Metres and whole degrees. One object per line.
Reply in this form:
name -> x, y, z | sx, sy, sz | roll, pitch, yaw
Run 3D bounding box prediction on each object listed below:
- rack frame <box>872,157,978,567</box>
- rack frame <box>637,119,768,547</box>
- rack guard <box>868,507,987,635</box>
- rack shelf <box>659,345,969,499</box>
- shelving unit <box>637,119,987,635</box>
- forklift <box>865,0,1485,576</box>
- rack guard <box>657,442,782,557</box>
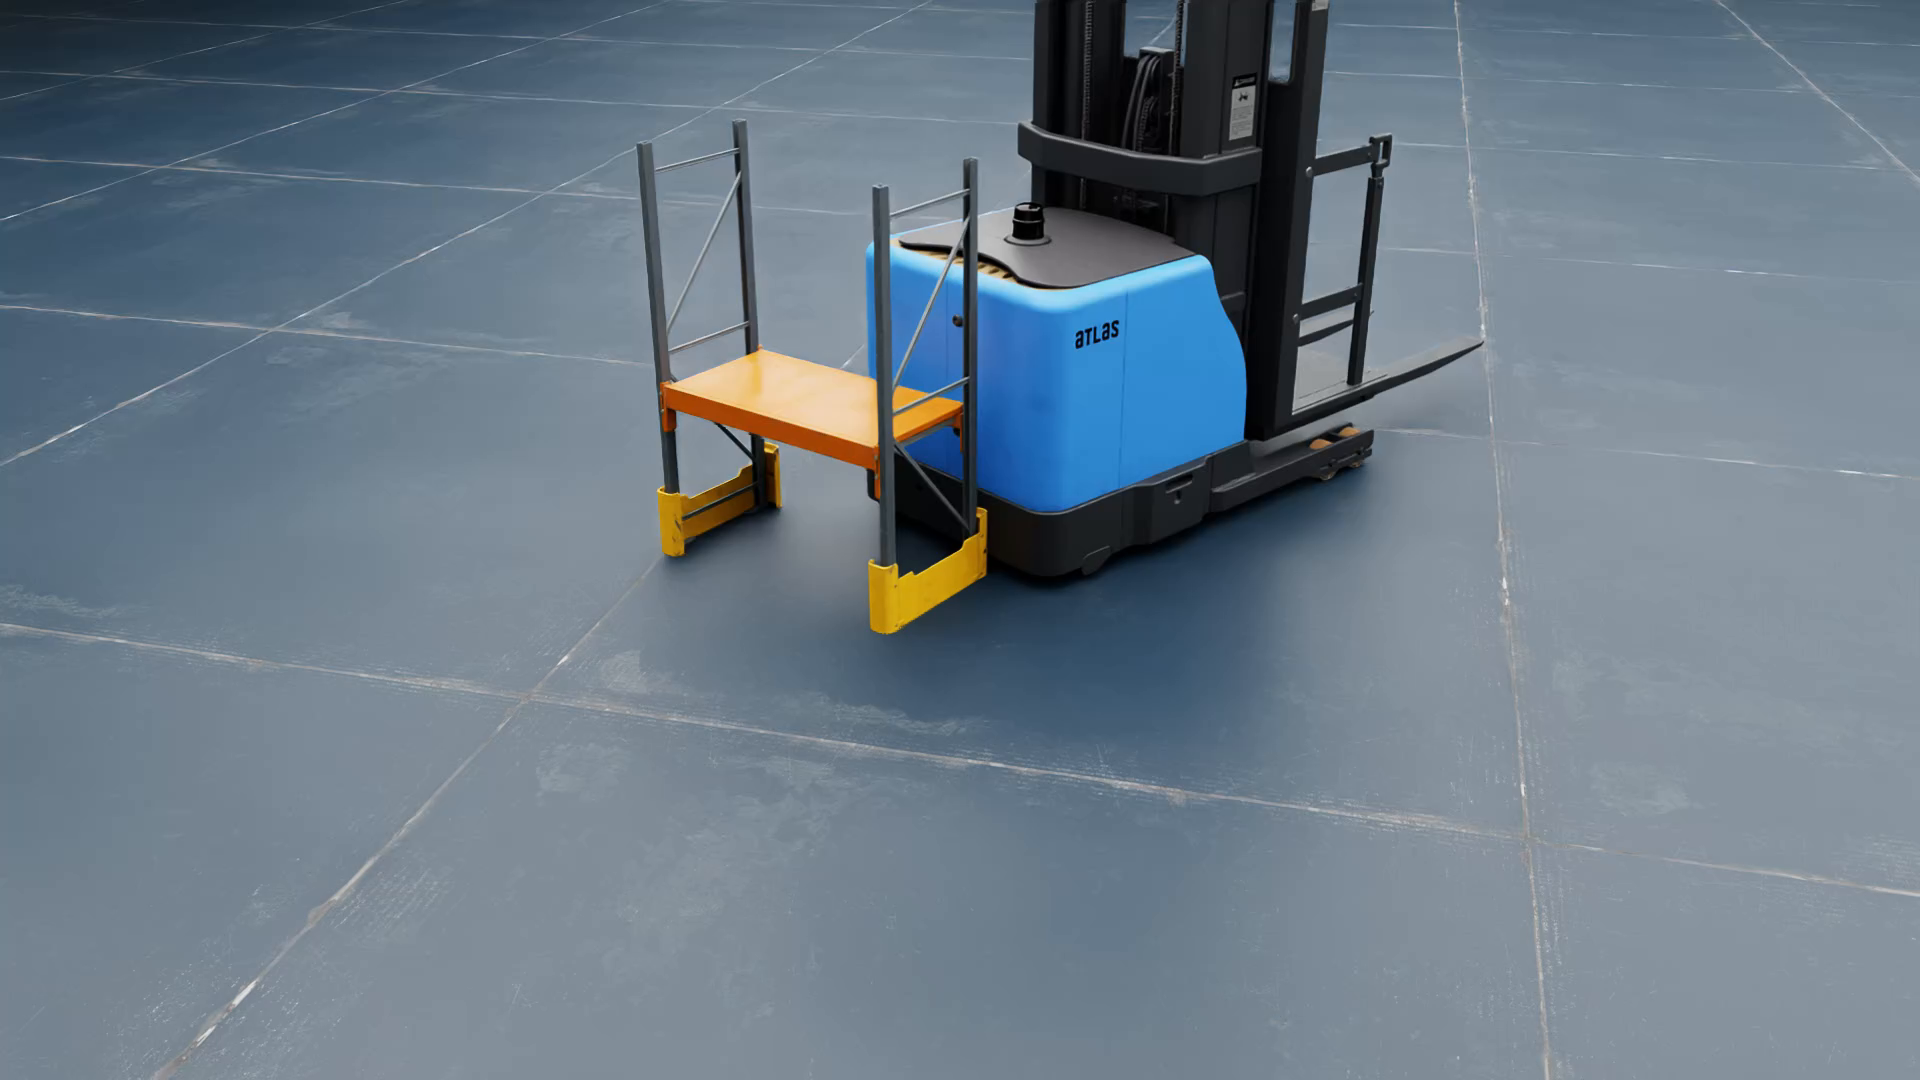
rack frame -> -0.102, -0.466, 5.484 | 0.032, 1.500, 0.500 | 18, 31, 33
rack frame -> -0.916, -0.728, 6.033 | 0.032, 1.500, 0.500 | 18, 31, 33
rack guard -> -0.103, 0.098, 5.753 | 0.087, 0.250, 0.587 | 18, 31, 33
rack shelf -> -0.509, -0.434, 5.836 | 1.000, 0.185, 0.538 | 18, 31, 33
shelving unit -> -0.502, -0.594, 5.754 | 1.083, 1.500, 0.587 | 18, 31, 33
forklift -> 1.072, -1.714, 6.441 | 3.031, 2.935, 1.130 | -21, 33, -37
rack guard -> -0.901, -0.158, 6.292 | 0.087, 0.250, 0.587 | 18, 31, 33
